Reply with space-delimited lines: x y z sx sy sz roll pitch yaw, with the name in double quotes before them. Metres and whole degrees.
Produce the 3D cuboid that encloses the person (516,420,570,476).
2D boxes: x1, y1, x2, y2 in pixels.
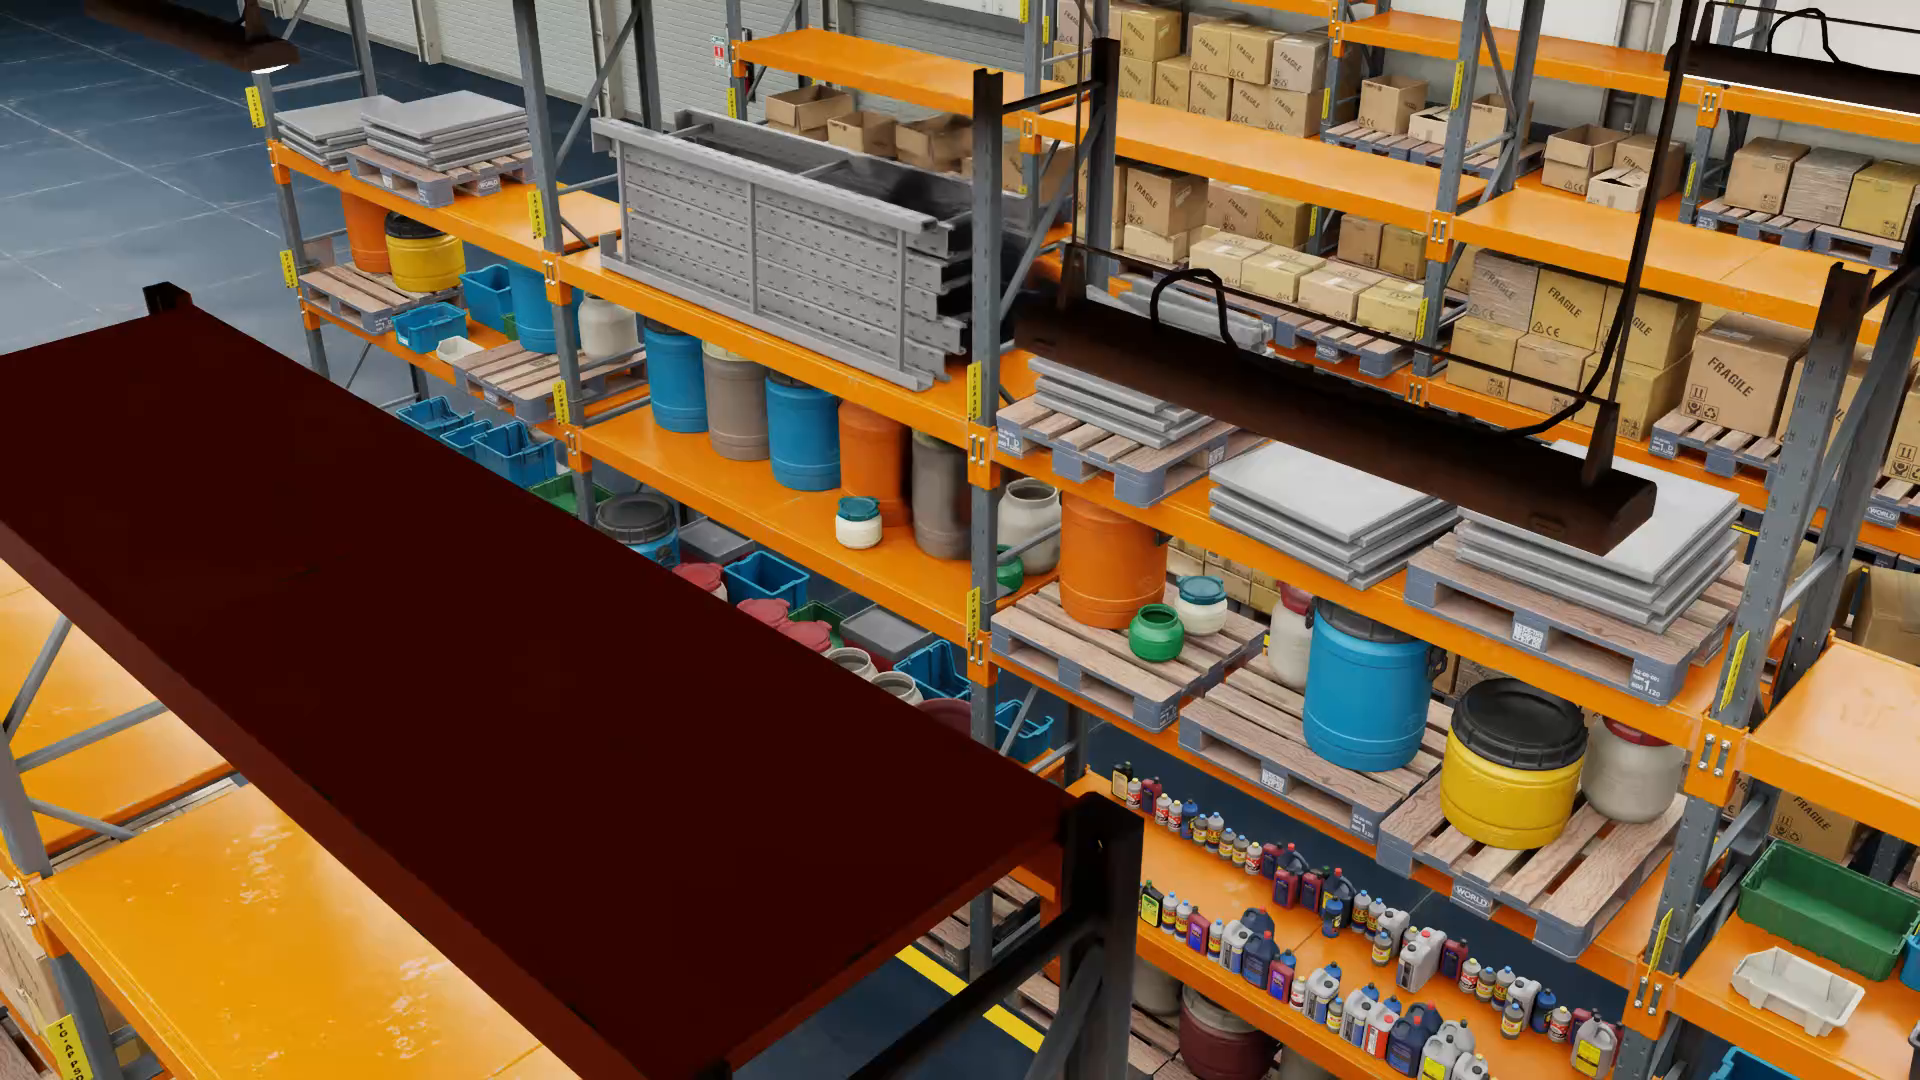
"person" -4.107 -1.050 16.436 0.856 1.701 0.602 16 33 26
